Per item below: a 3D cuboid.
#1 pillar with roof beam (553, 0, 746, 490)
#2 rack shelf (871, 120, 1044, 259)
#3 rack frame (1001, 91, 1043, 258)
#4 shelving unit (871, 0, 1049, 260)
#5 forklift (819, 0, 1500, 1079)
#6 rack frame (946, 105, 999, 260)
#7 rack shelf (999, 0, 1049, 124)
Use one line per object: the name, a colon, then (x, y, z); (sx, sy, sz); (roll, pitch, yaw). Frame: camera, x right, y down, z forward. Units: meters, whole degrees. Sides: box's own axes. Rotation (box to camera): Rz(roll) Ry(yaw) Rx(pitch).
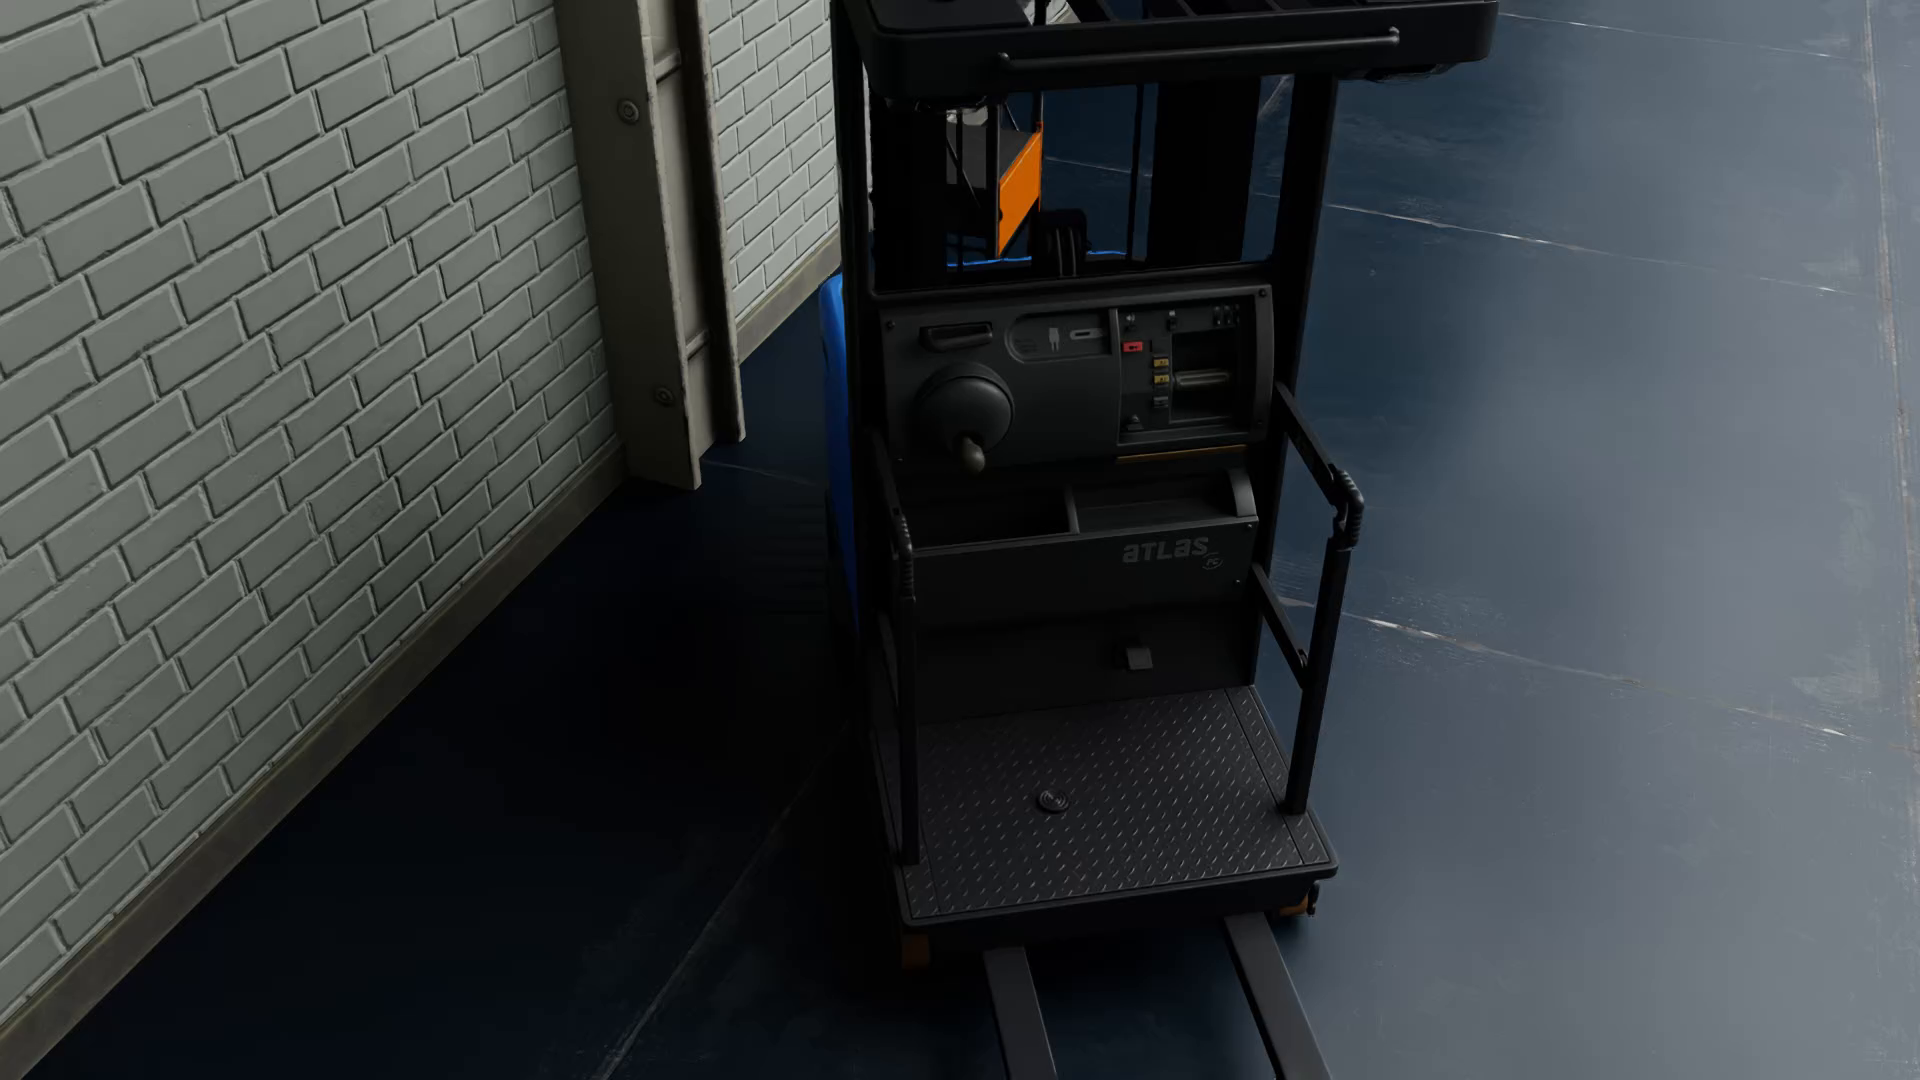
pillar with roof beam: (2.958, -2.946, 2.175); (9.100, 9.000, 0.400); (14, 39, 18)
rack shelf: (0.000, -1.057, 5.433); (0.431, 0.518, 0.480); (11, 38, 14)
rack frame: (0.075, -1.207, 5.610); (0.400, 2.100, 0.015); (11, 38, 14)
shelving unit: (0.000, -1.068, 5.425); (0.431, 2.100, 0.503); (11, 38, 14)
forklift: (0.319, -0.310, 3.717); (1.130, 2.935, 3.031); (-6, 37, -8)
rack frame: (-0.076, -0.929, 5.239); (0.400, 2.100, 0.015); (11, 38, 14)
rack shelf: (0.000, -1.617, 5.014); (0.431, 0.518, 0.480); (11, 38, 14)
